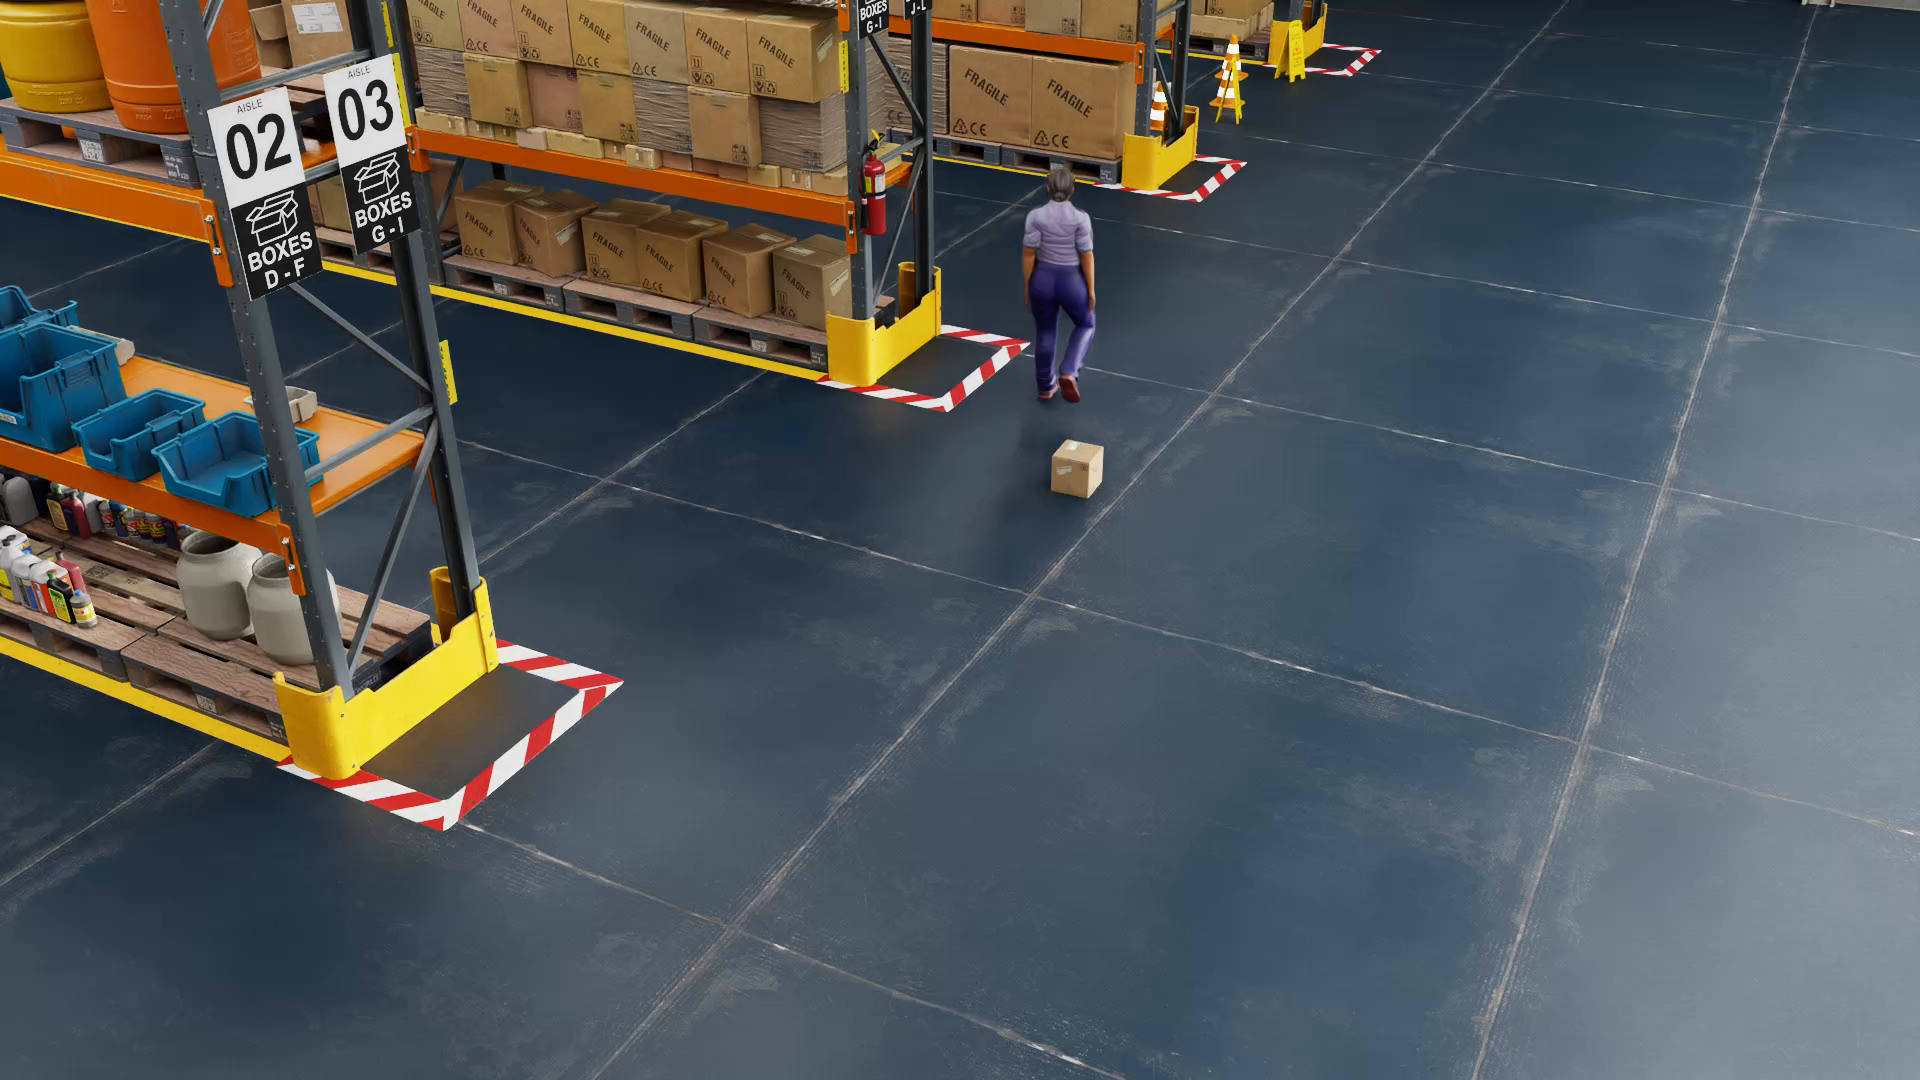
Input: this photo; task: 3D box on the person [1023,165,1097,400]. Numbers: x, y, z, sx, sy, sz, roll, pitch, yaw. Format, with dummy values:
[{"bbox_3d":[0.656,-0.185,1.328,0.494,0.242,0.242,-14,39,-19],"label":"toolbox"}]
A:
[{"bbox_3d":[0.680,-1.743,11.259,0.503,1.666,0.430,6,31,11],"label":"person"}]
